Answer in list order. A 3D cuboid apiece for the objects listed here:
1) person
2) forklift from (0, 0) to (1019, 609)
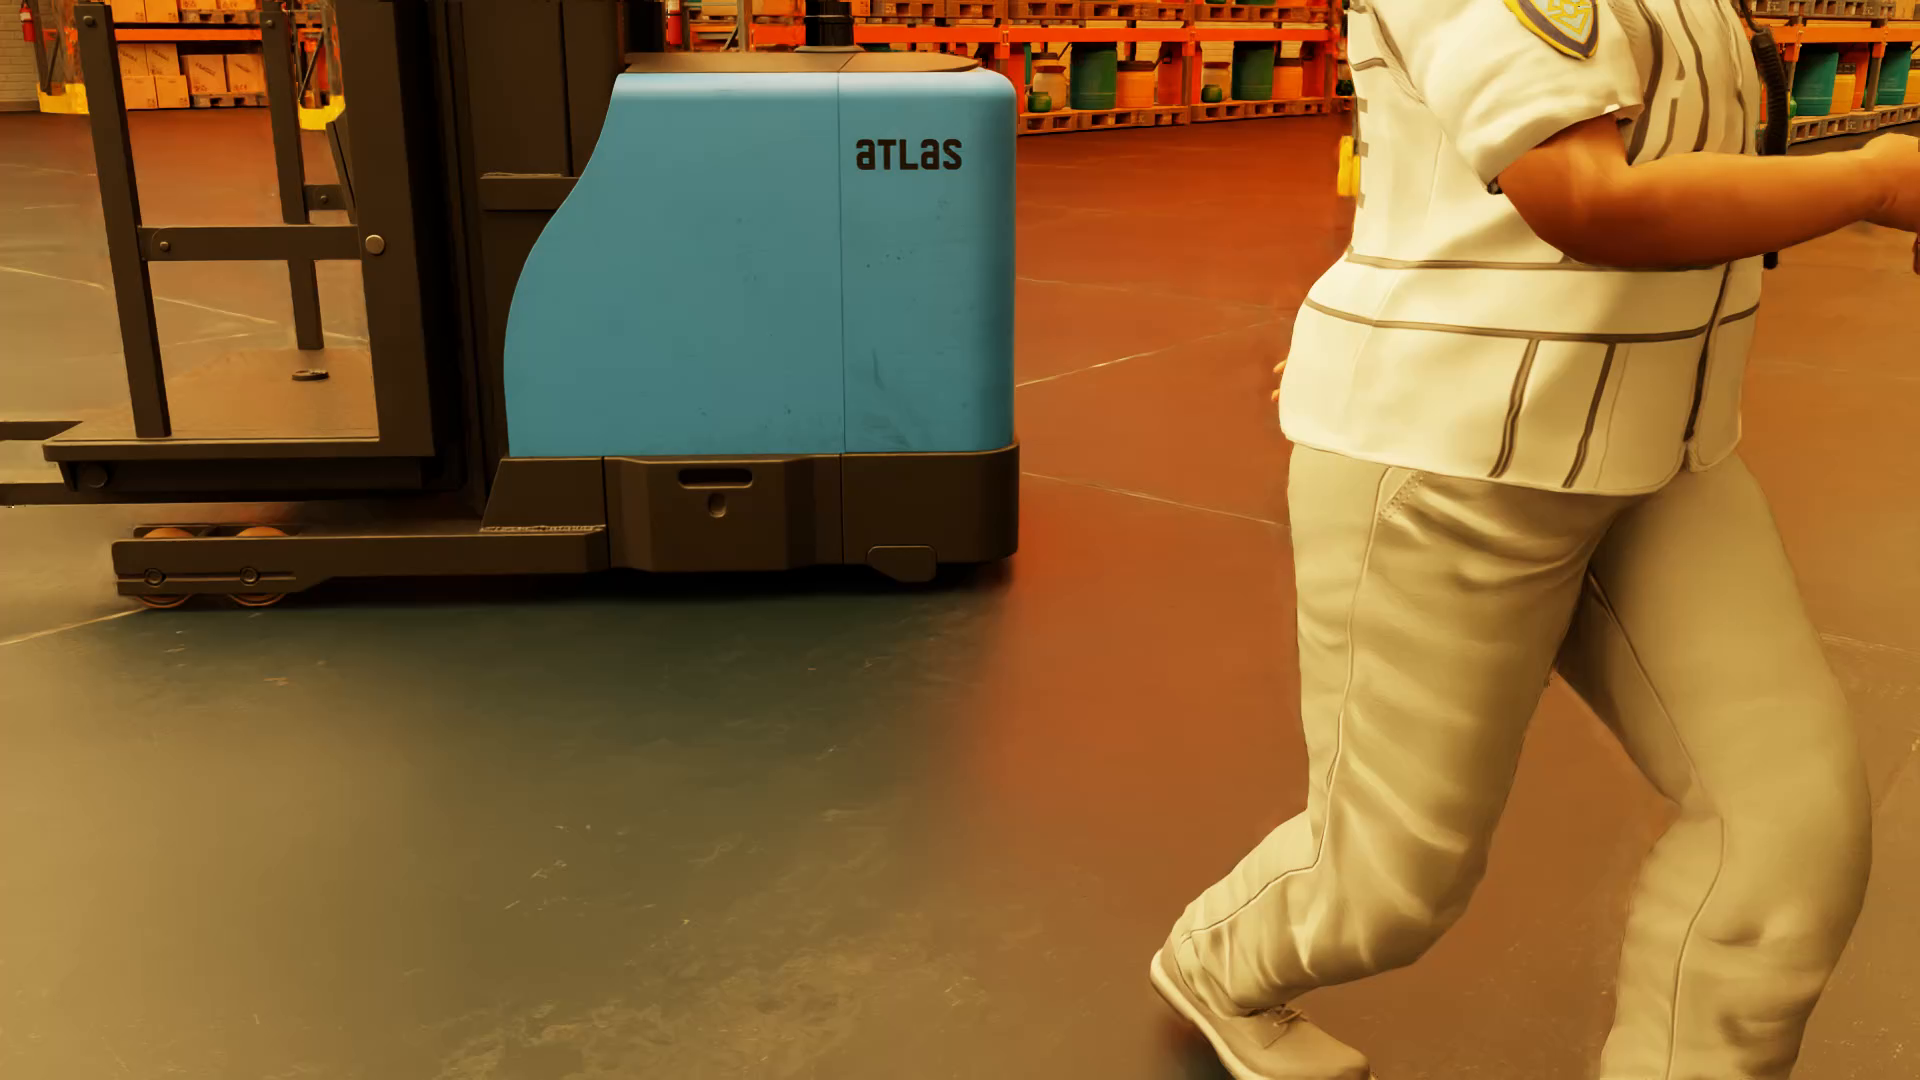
[{"bbox_3d":[0.522,-0.073,1.539,0.504,1.603,0.888,-13,21,-36],"label":"person"},{"bbox_3d":[-1.406,-1.417,3.563,3.031,2.935,1.130,-1,17,-3],"label":"forklift"}]
